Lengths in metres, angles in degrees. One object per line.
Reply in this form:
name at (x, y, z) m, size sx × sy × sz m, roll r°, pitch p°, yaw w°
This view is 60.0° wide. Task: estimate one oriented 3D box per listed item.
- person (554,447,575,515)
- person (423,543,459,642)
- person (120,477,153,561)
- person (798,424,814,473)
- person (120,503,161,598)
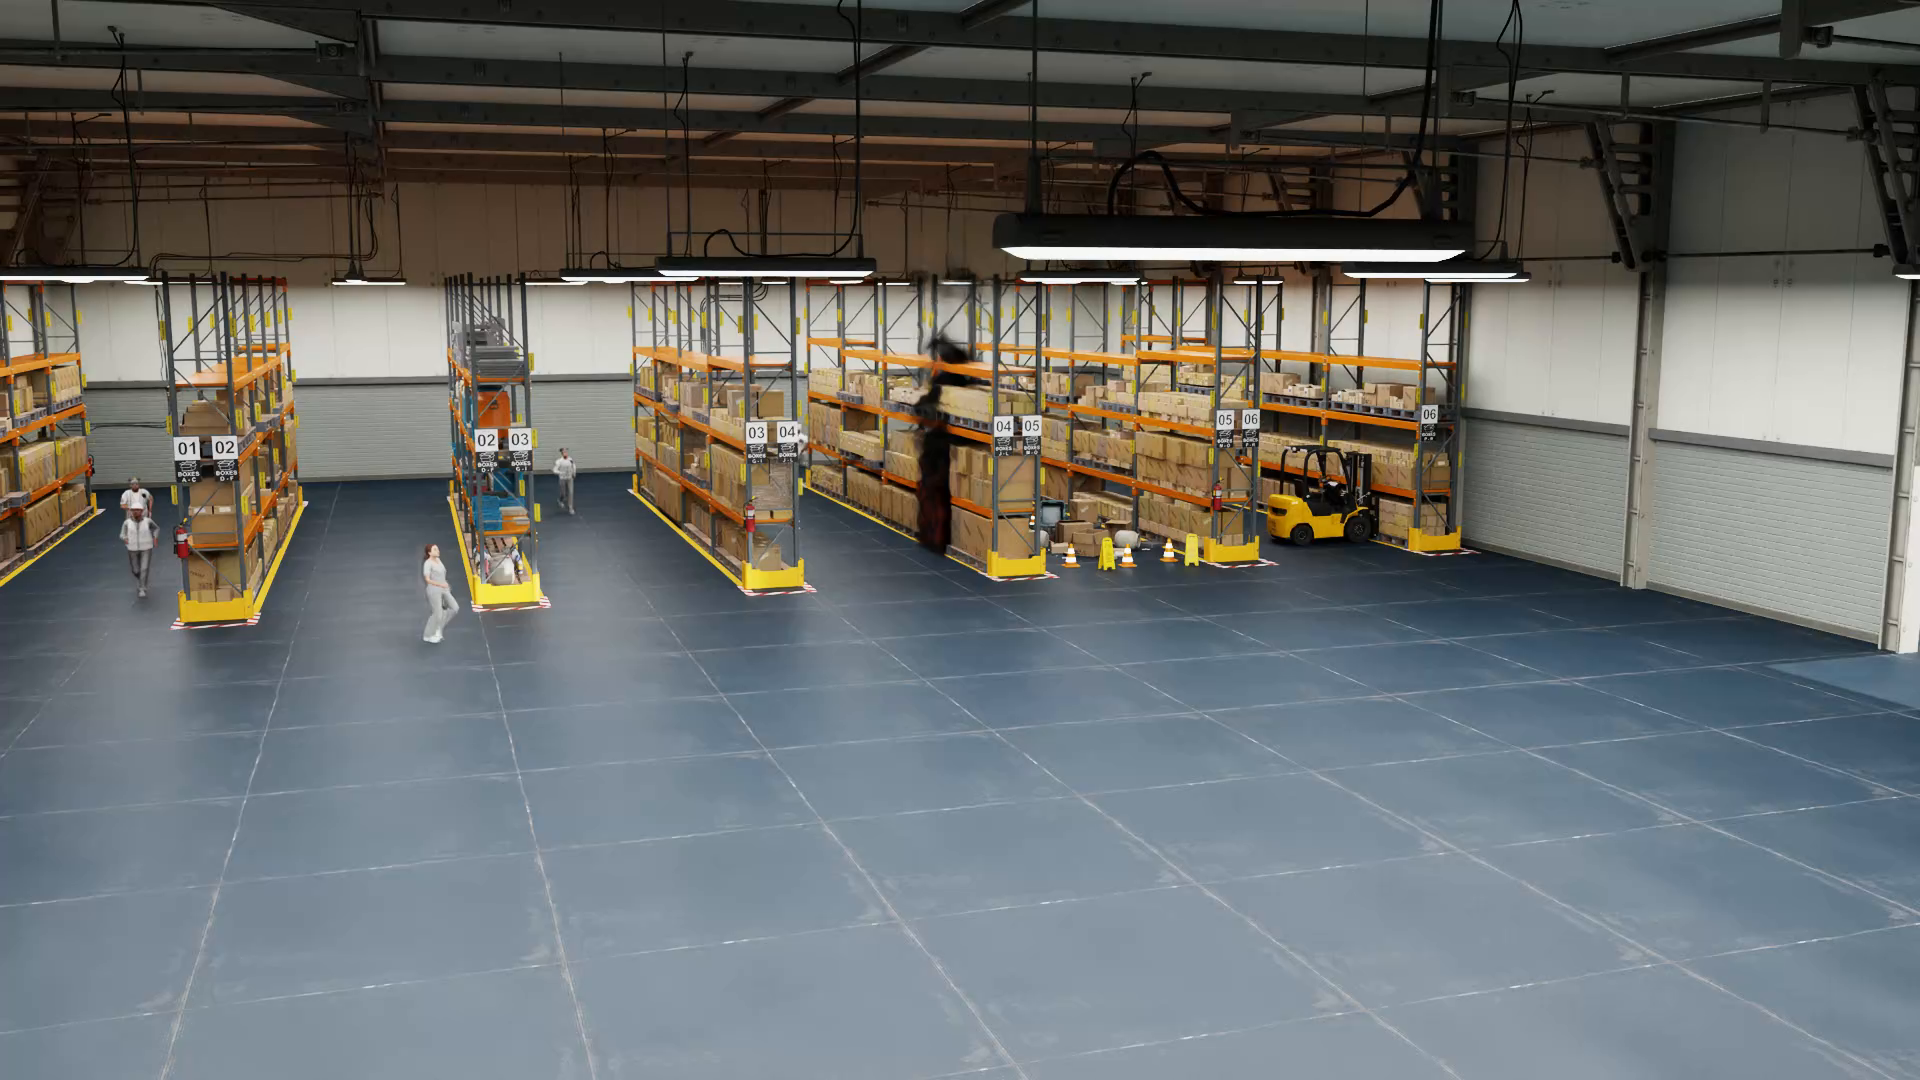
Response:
person at (-10.115, -1.542, 42.675) m, size 0.616 × 1.705 × 0.916 m, roll -5°, pitch 10°, yaw -30°
person at (-8.500, 0.846, 27.076) m, size 0.574 × 1.626 × 0.578 m, roll 2°, pitch 9°, yaw 12°
person at (-17.382, -0.428, 35.167) m, size 0.638 × 1.839 × 0.767 m, roll -4°, pitch 10°, yaw -26°
person at (-4.794, -2.607, 49.601) m, size 1.006 × 1.710 × 0.764 m, roll -3°, pitch 9°, yaw -17°
person at (-15.365, 0.166, 31.181) m, size 0.676 × 1.741 × 0.971 m, roll -3°, pitch 9°, yaw -19°
